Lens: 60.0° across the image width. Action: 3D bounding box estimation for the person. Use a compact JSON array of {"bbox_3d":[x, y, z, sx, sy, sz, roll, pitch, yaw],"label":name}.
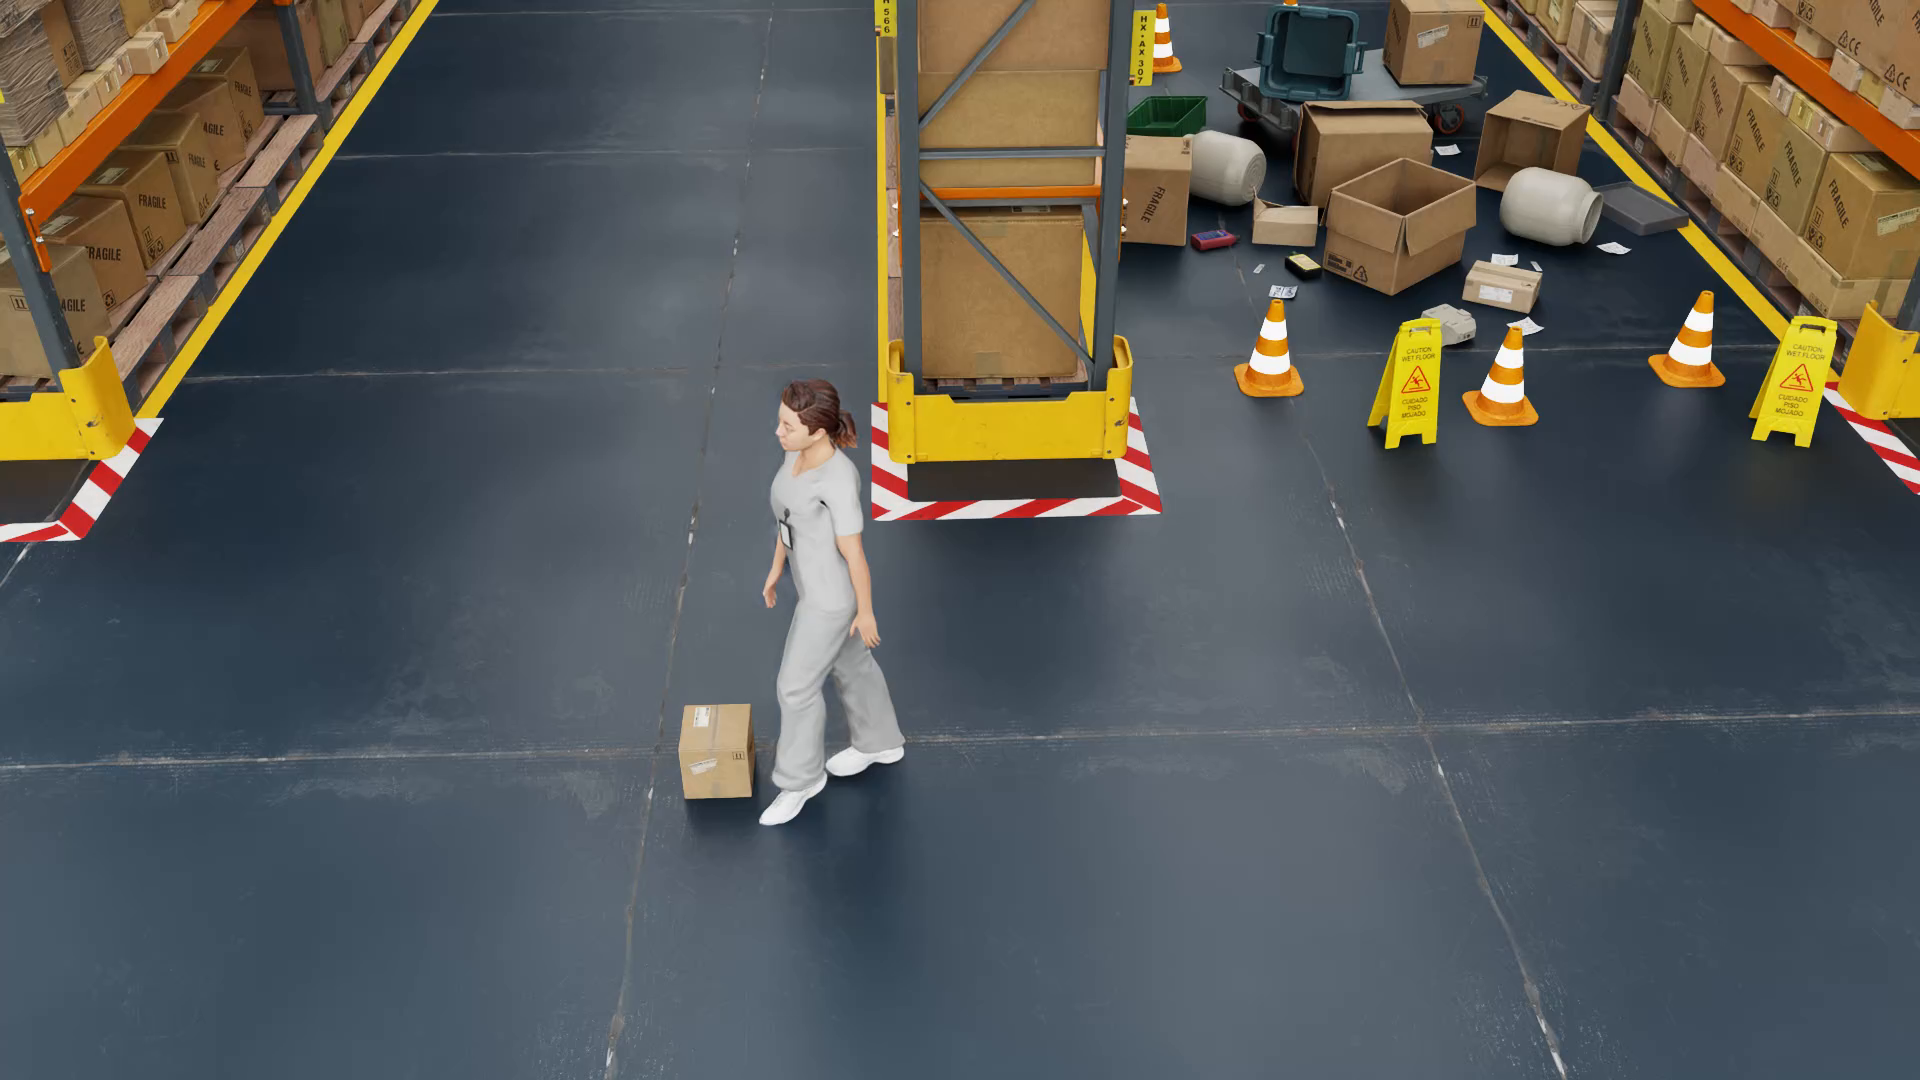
[{"bbox_3d":[-0.516,0.201,5.883,0.609,1.710,0.496,-11,37,-15],"label":"person"}]
